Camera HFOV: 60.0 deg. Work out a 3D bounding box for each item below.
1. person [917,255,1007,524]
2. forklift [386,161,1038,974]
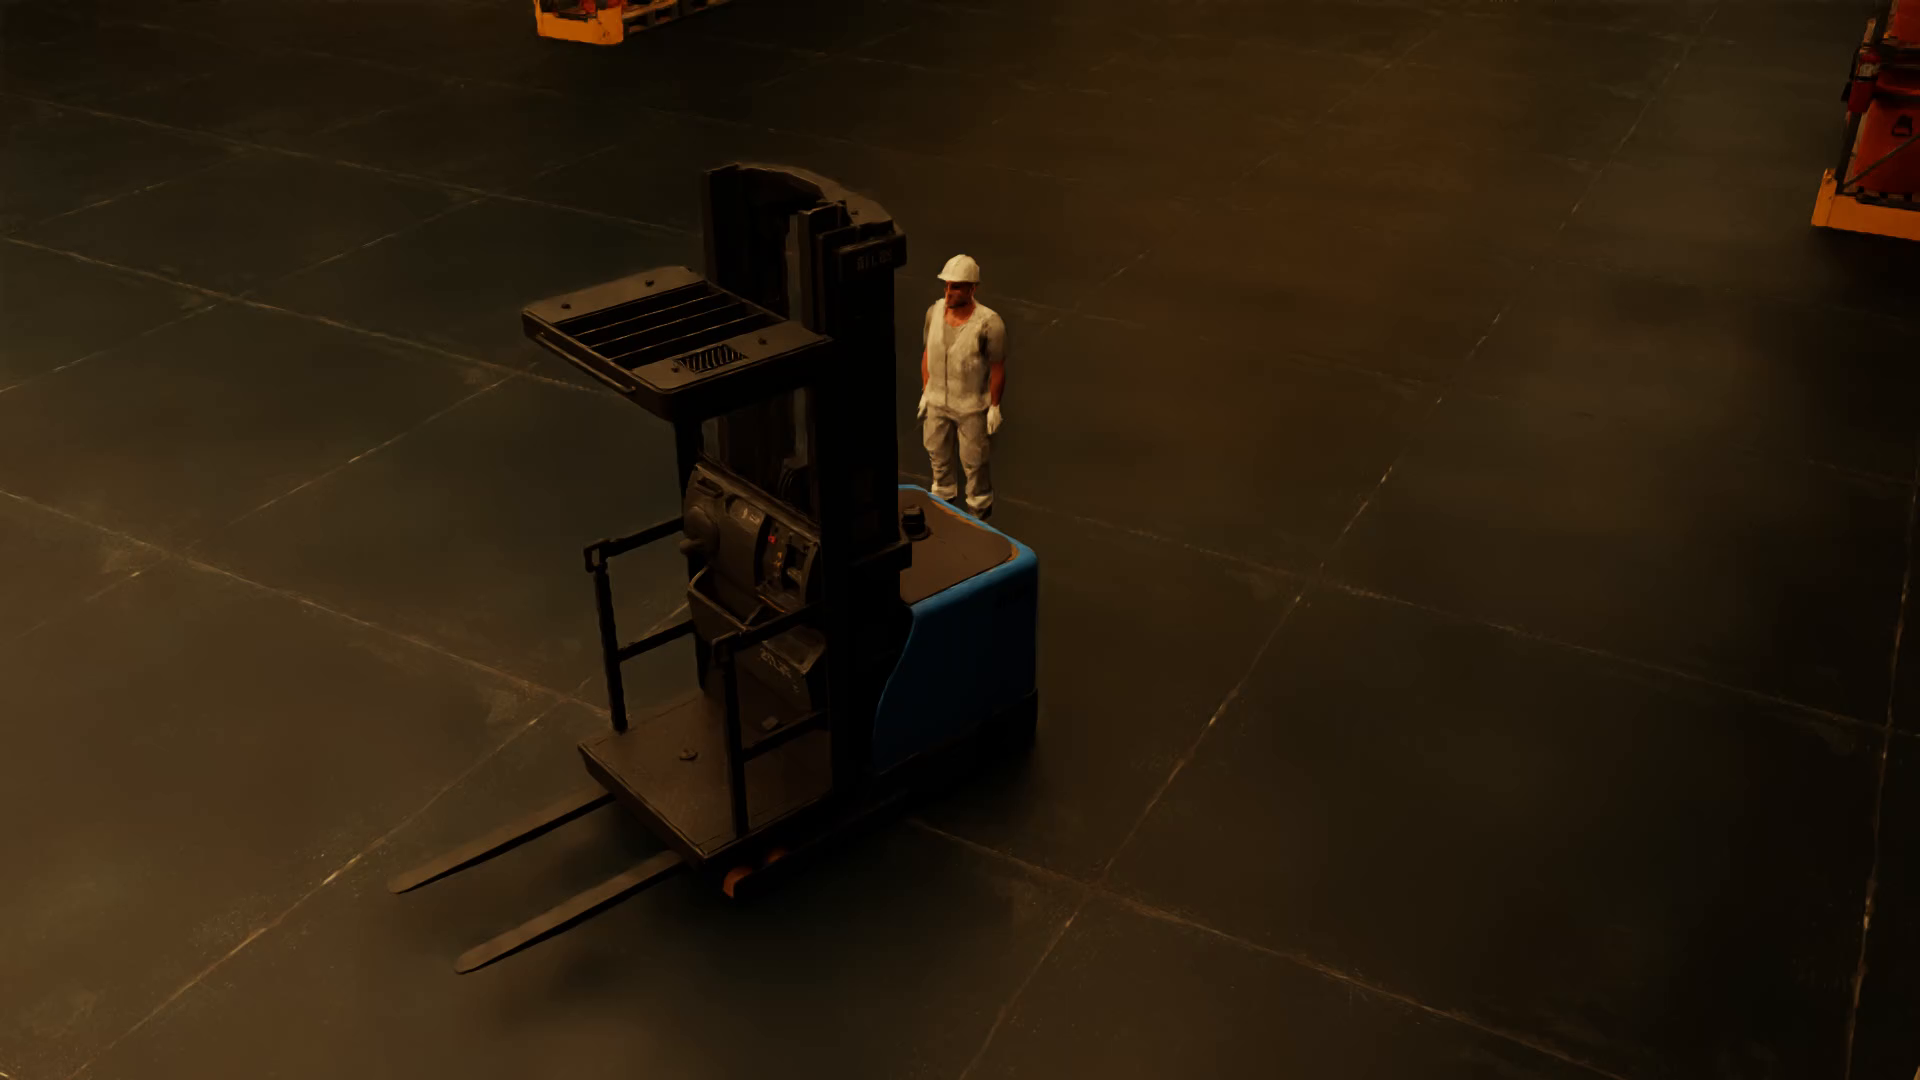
[{"bbox_3d":[-0.009,-0.766,9.539,0.540,1.795,0.349,15,33,25],"label":"person"},{"bbox_3d":[-1.063,0.018,7.040,3.031,2.935,1.130,-24,37,-35],"label":"forklift"}]
